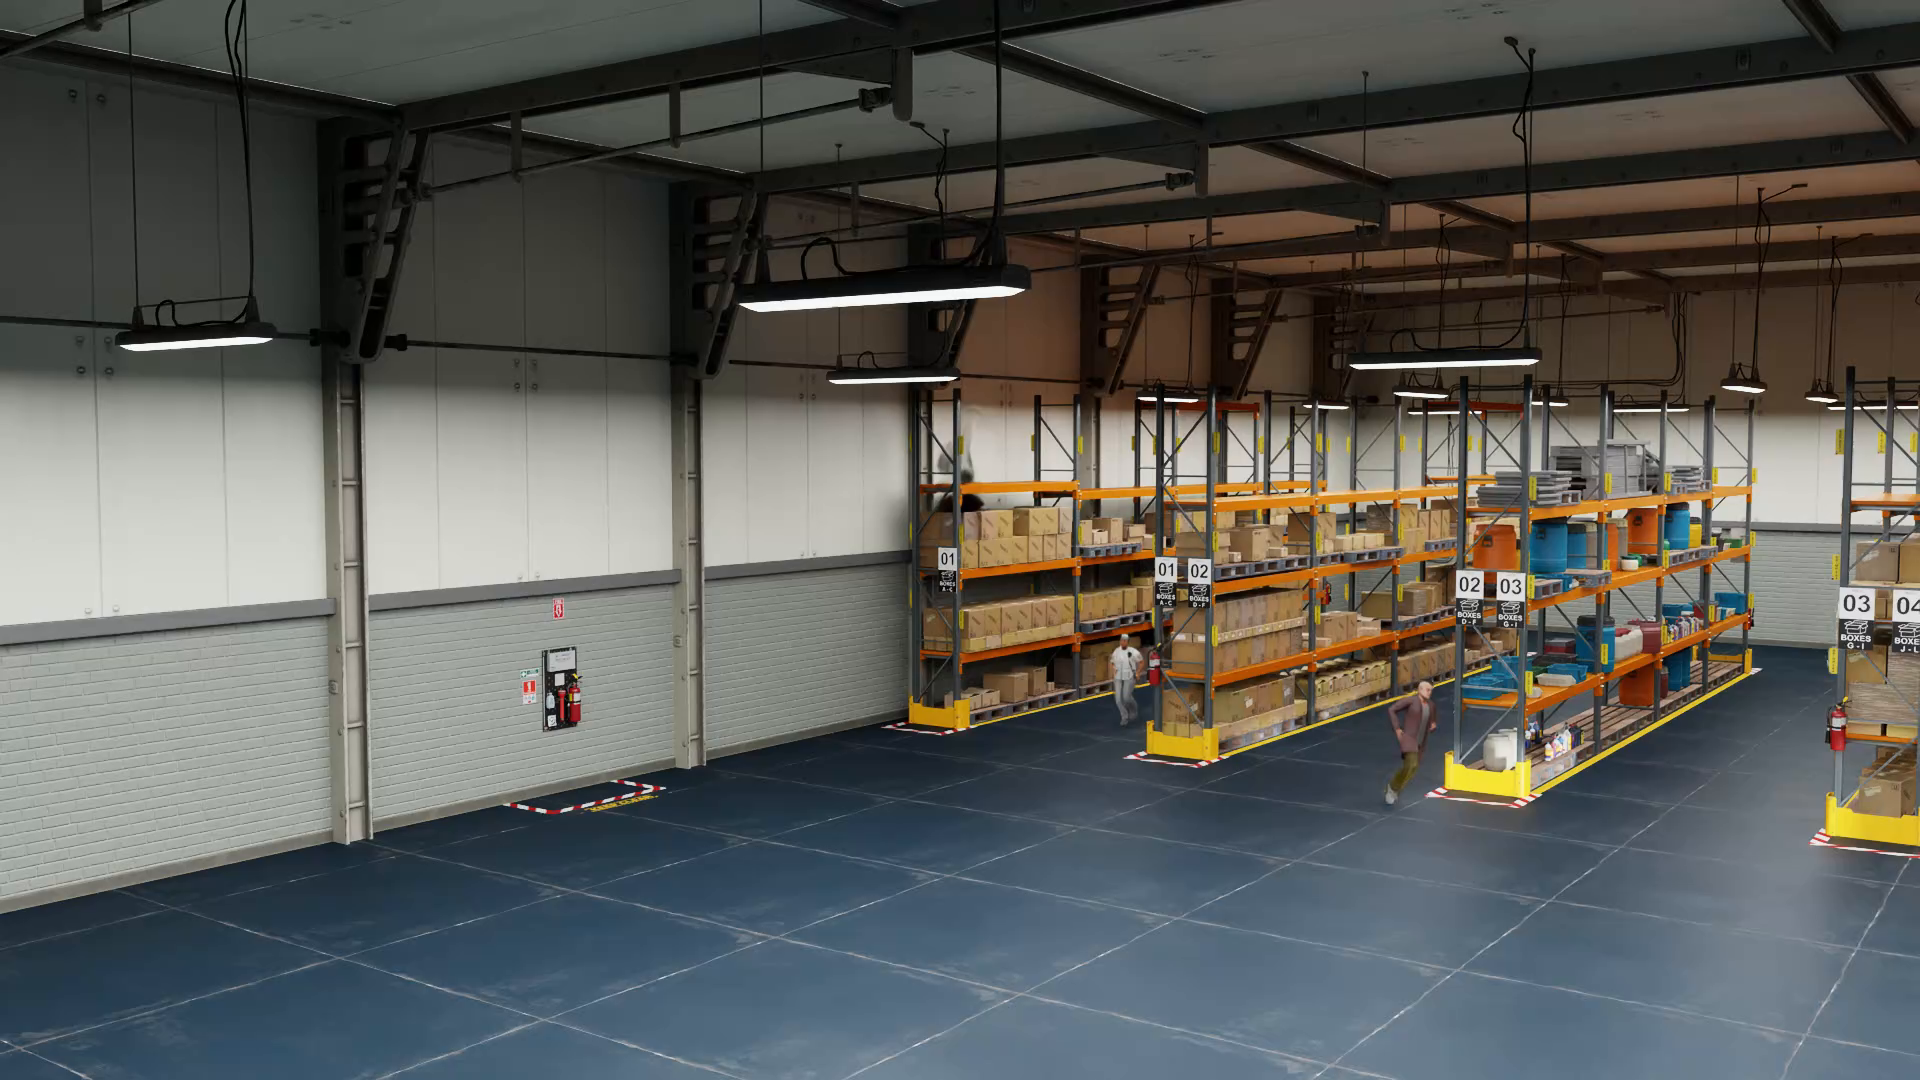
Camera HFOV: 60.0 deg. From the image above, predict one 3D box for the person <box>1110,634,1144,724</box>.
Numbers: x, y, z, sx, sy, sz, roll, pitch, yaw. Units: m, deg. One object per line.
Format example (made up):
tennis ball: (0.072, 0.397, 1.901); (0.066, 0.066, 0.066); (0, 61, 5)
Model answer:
person: (2.943, 2.497, 29.751); (0.600, 1.628, 0.538); (2, 4, 26)

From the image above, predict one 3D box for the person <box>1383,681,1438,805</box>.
person: (6.306, 2.829, 23.273); (0.838, 1.699, 0.715); (-2, 4, -25)
